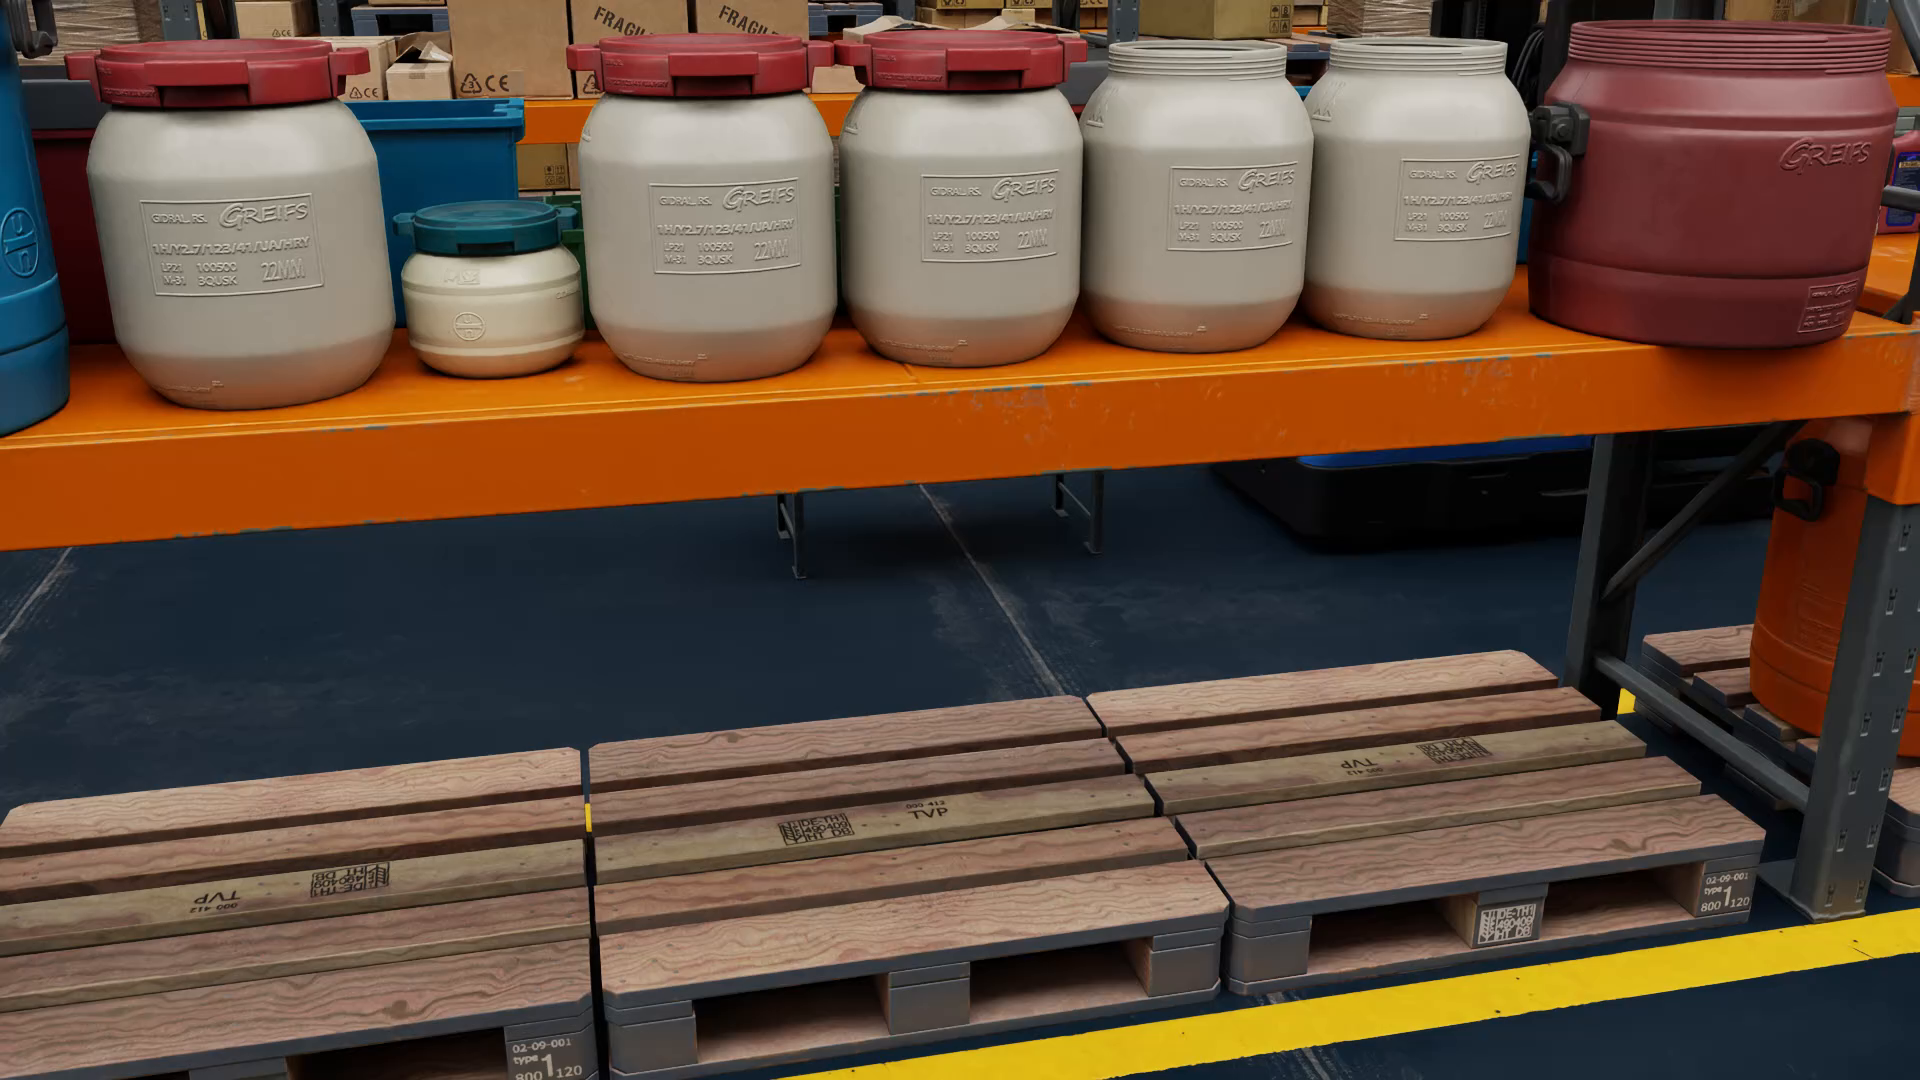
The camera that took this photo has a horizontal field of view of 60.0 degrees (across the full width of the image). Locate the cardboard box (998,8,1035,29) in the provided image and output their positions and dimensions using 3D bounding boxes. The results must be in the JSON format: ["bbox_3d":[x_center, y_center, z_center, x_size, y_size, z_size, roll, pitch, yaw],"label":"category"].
[{"bbox_3d":[0.396,-3.922,12.497,0.250,0.149,0.380,-4,20,-11],"label":"cardboard box"}]

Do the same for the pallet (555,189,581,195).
[{"bbox_3d":[-2.449,-2.606,12.623,1.213,0.211,1.003,-5,21,-12],"label":"pallet"}]

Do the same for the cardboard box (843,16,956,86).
[{"bbox_3d":[-0.274,-2.367,8.044,0.500,0.311,0.500,-5,21,-13],"label":"cardboard box"}]

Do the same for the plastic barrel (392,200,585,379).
[{"bbox_3d":[-0.792,-0.428,2.823,0.301,0.262,0.301,0,20,0],"label":"plastic barrel"}]

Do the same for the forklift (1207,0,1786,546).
[{"bbox_3d":[2.508,-1.614,5.960,3.031,2.935,1.130,-5,21,-13],"label":"forklift"}]

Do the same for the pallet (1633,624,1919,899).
[{"bbox_3d":[2.535,0.477,4.206,1.213,0.211,1.003,-5,21,-12],"label":"pallet"}]

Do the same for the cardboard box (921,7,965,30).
[{"bbox_3d":[-0.129,-3.912,12.470,0.250,0.149,0.380,-5,21,-13],"label":"cardboard box"}]

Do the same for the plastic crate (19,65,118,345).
[{"bbox_3d":[-1.715,-0.610,3.027,0.583,0.464,0.402,-5,21,-12],"label":"plastic crate"}]

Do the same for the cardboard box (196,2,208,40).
[{"bbox_3d":[-5.273,-3.519,11.250,0.500,0.250,0.500,-5,21,-12],"label":"cardboard box"}]

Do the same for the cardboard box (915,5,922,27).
[{"bbox_3d":[-0.245,-4.075,12.915,0.250,0.149,0.380,-4,21,-12],"label":"cardboard box"}]

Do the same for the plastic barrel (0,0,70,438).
[{"bbox_3d":[-1.670,-0.604,2.374,0.708,0.901,0.600,-5,21,-12],"label":"plastic barrel"}]

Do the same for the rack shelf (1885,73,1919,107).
[{"bbox_3d":[6.480,-2.552,9.465,4.000,0.370,1.077,-5,21,-12],"label":"rack shelf"}]

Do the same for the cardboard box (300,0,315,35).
[{"bbox_3d":[-4.902,-3.729,11.823,0.500,0.250,0.500,-4,21,-12],"label":"cardboard box"}]

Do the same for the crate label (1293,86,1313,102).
[{"bbox_3d":[0.748,-0.785,3.544,0.616,0.435,0.502,-5,21,-12],"label":"crate label"}]

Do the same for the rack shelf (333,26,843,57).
[{"bbox_3d":[-2.449,-3.576,12.263,4.000,0.370,1.077,-5,21,-12],"label":"rack shelf"}]

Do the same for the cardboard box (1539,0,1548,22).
[{"bbox_3d":[2.828,-2.815,8.382,0.500,0.500,0.700,-10,23,-26],"label":"cardboard box"}]

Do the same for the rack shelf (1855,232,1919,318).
[{"bbox_3d":[3.723,-0.577,4.074,4.000,0.370,1.077,-5,21,-12],"label":"rack shelf"}]

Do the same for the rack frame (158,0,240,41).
[{"bbox_3d":[-3.252,-2.098,7.181,0.127,3.000,1.000,-5,21,-12],"label":"rack frame"}]

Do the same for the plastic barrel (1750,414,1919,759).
[{"bbox_3d":[2.249,0.021,3.940,0.708,0.830,0.600,-5,21,-12],"label":"plastic barrel"}]

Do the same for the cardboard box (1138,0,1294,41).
[{"bbox_3d":[1.228,-2.746,8.195,0.500,0.500,0.700,-12,24,-31],"label":"cardboard box"}]

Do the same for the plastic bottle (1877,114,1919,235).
[{"bbox_3d":[2.297,-0.895,4.065,0.133,0.283,0.061,-5,21,-12],"label":"plastic bottle"}]

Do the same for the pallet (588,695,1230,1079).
[{"bbox_3d":[-0.171,0.697,3.605,1.213,0.211,1.003,-5,21,-12],"label":"pallet"}]

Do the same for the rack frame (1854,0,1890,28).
[{"bbox_3d":[4.533,-2.731,8.909,0.127,3.000,1.000,-5,21,-12],"label":"rack frame"}]

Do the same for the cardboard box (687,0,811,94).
[{"bbox_3d":[-0.988,-2.323,7.651,0.500,0.500,0.500,-6,21,-15],"label":"cardboard box"}]

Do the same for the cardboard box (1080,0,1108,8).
[{"bbox_3d":[1.024,-4.298,12.581,0.500,0.500,0.500,-5,21,-13],"label":"cardboard box"}]

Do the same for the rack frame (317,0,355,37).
[{"bbox_3d":[-4.395,-3.756,11.707,0.127,3.000,1.000,-5,21,-12],"label":"rack frame"}]

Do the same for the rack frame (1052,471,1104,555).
[{"bbox_3d":[0.412,-0.738,5.648,0.032,1.500,0.500,-5,21,-12],"label":"rack frame"}]

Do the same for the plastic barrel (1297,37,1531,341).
[{"bbox_3d":[0.825,-0.656,3.081,0.421,0.512,0.421,0,20,0],"label":"plastic barrel"}]

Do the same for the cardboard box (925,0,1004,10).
[{"bbox_3d":[0.029,-4.221,12.370,0.500,0.500,0.500,-4,21,-11],"label":"cardboard box"}]

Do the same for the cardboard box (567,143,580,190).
[{"bbox_3d":[-2.686,-2.937,12.466,0.500,0.500,0.700,-4,21,-12],"label":"cardboard box"}]

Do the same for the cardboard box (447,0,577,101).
[{"bbox_3d":[-1.988,-2.242,7.429,0.500,0.500,0.500,-3,20,-9],"label":"cardboard box"}]

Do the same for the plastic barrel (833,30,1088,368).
[{"bbox_3d":[0.001,-0.598,2.889,0.433,0.535,0.433,0,20,0],"label":"plastic barrel"}]

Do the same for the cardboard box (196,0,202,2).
[{"bbox_3d":[-5.269,-3.865,11.102,0.500,0.500,0.500,-5,21,-13],"label":"cardboard box"}]

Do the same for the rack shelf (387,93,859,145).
[{"bbox_3d":[-1.306,-1.918,7.737,4.000,0.370,1.077,-5,21,-12],"label":"rack shelf"}]

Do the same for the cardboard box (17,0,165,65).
[{"bbox_3d":[-3.682,-2.108,7.062,0.500,0.500,0.700,-5,21,-14],"label":"cardboard box"}]

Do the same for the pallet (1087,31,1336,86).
[{"bbox_3d":[1.284,-2.402,8.289,1.003,0.211,1.213,-5,21,-12],"label":"pallet"}]

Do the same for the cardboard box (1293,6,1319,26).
[{"bbox_3d":[2.624,-4.126,13.052,0.250,0.149,0.380,-4,20,-11],"label":"cardboard box"}]

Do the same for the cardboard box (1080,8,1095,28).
[{"bbox_3d":[0.863,-4.007,12.728,0.250,0.149,0.380,-4,21,-11],"label":"cardboard box"}]

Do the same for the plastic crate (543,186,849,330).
[{"bbox_3d":[-0.486,-0.572,3.324,0.662,0.188,0.450,-5,21,-12],"label":"plastic crate"}]

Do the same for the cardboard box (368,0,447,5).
[{"bbox_3d":[-3.892,-4.038,11.693,0.500,0.500,0.700,-5,21,-12],"label":"cardboard box"}]

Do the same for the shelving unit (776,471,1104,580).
[{"bbox_3d":[-0.083,-0.697,5.538,1.048,1.500,0.538,-5,21,-12],"label":"shelving unit"}]

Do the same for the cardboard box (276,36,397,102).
[{"bbox_3d":[-2.783,-2.081,7.353,0.500,0.250,0.500,-3,20,-9],"label":"cardboard box"}]

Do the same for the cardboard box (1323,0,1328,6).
[{"bbox_3d":[2.999,-4.464,13.033,0.500,0.500,0.500,-5,21,-13],"label":"cardboard box"}]

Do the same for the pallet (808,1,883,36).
[{"bbox_3d":[-1.172,-3.890,12.353,1.003,0.211,1.213,-5,21,-12],"label":"pallet"}]

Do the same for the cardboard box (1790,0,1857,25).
[{"bbox_3d":[4.961,-2.904,9.235,0.500,0.500,0.500,-4,21,-12],"label":"cardboard box"}]
